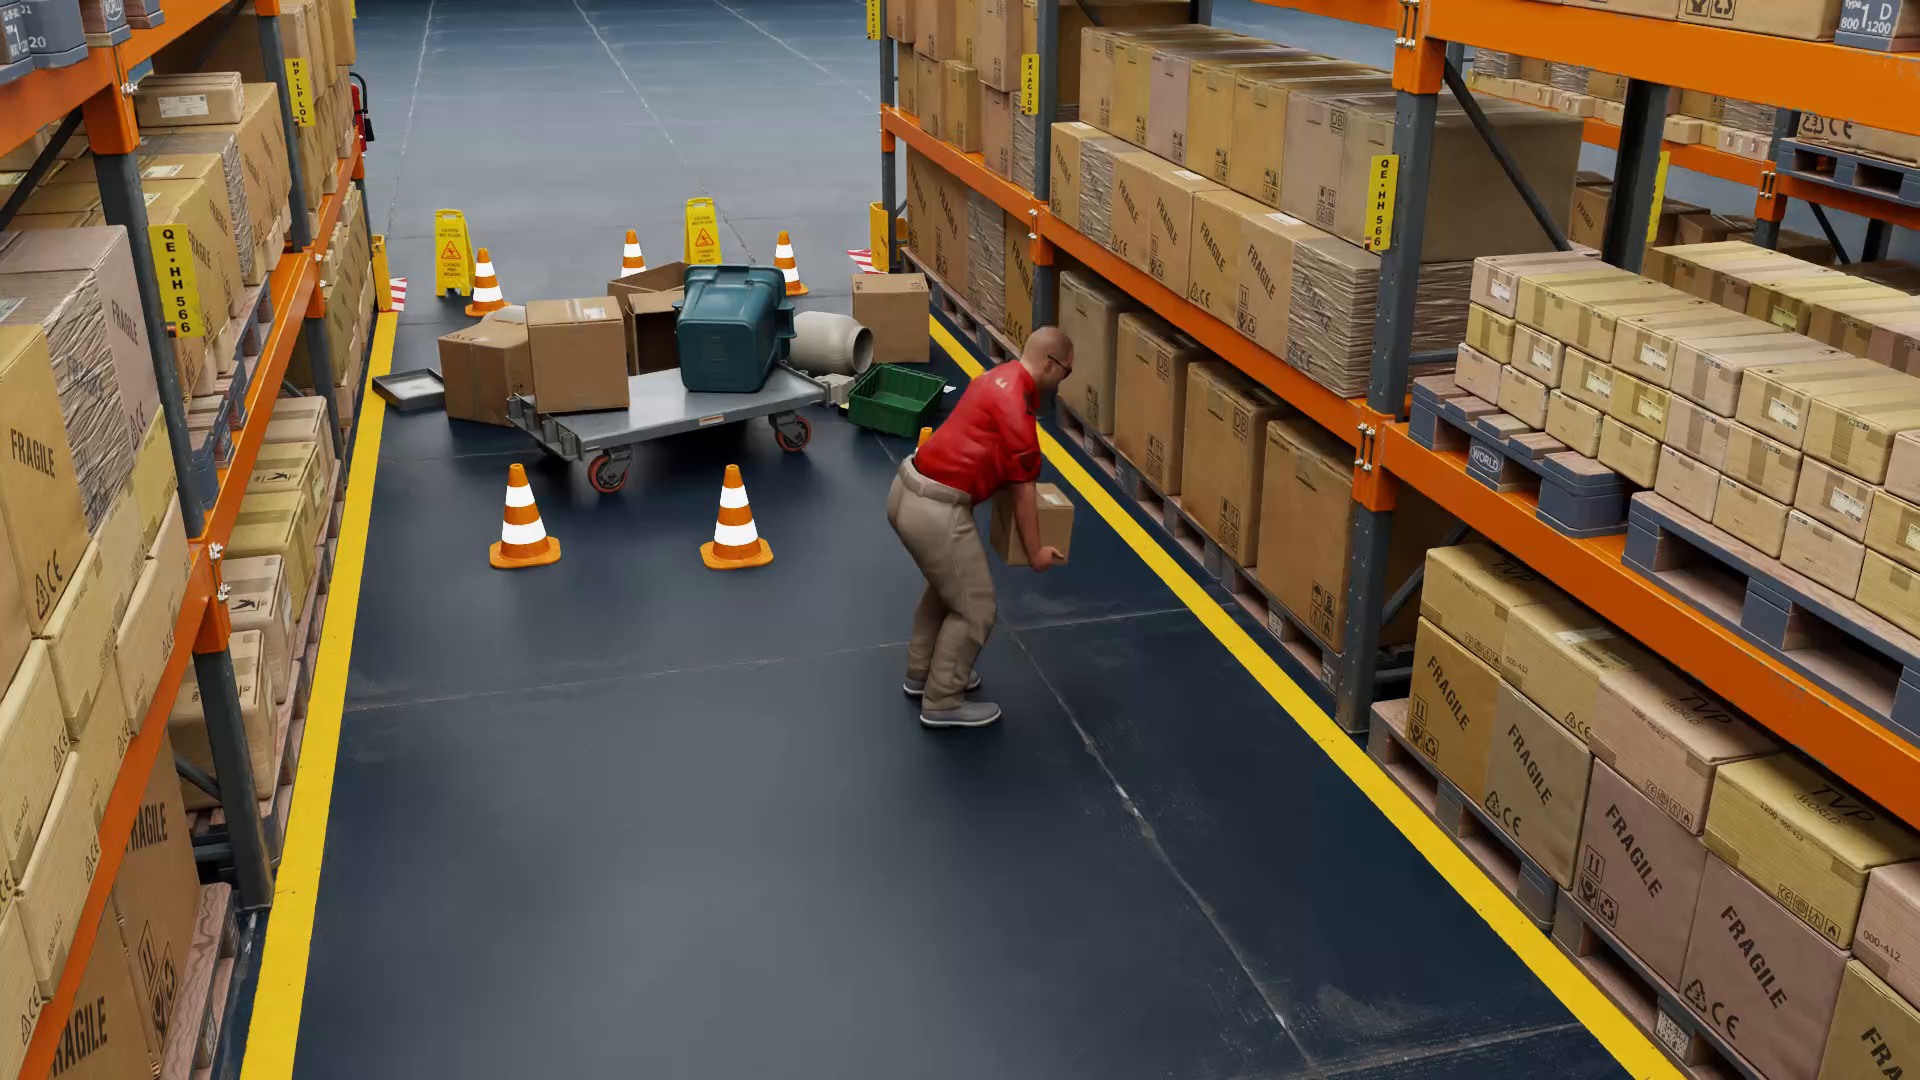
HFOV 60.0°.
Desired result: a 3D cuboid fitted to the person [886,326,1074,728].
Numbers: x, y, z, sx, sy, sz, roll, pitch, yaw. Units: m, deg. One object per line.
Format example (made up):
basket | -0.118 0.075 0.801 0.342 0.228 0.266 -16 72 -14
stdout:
person | 0.087 -0.056 6.493 0.733 1.548 0.485 -7 24 -16
